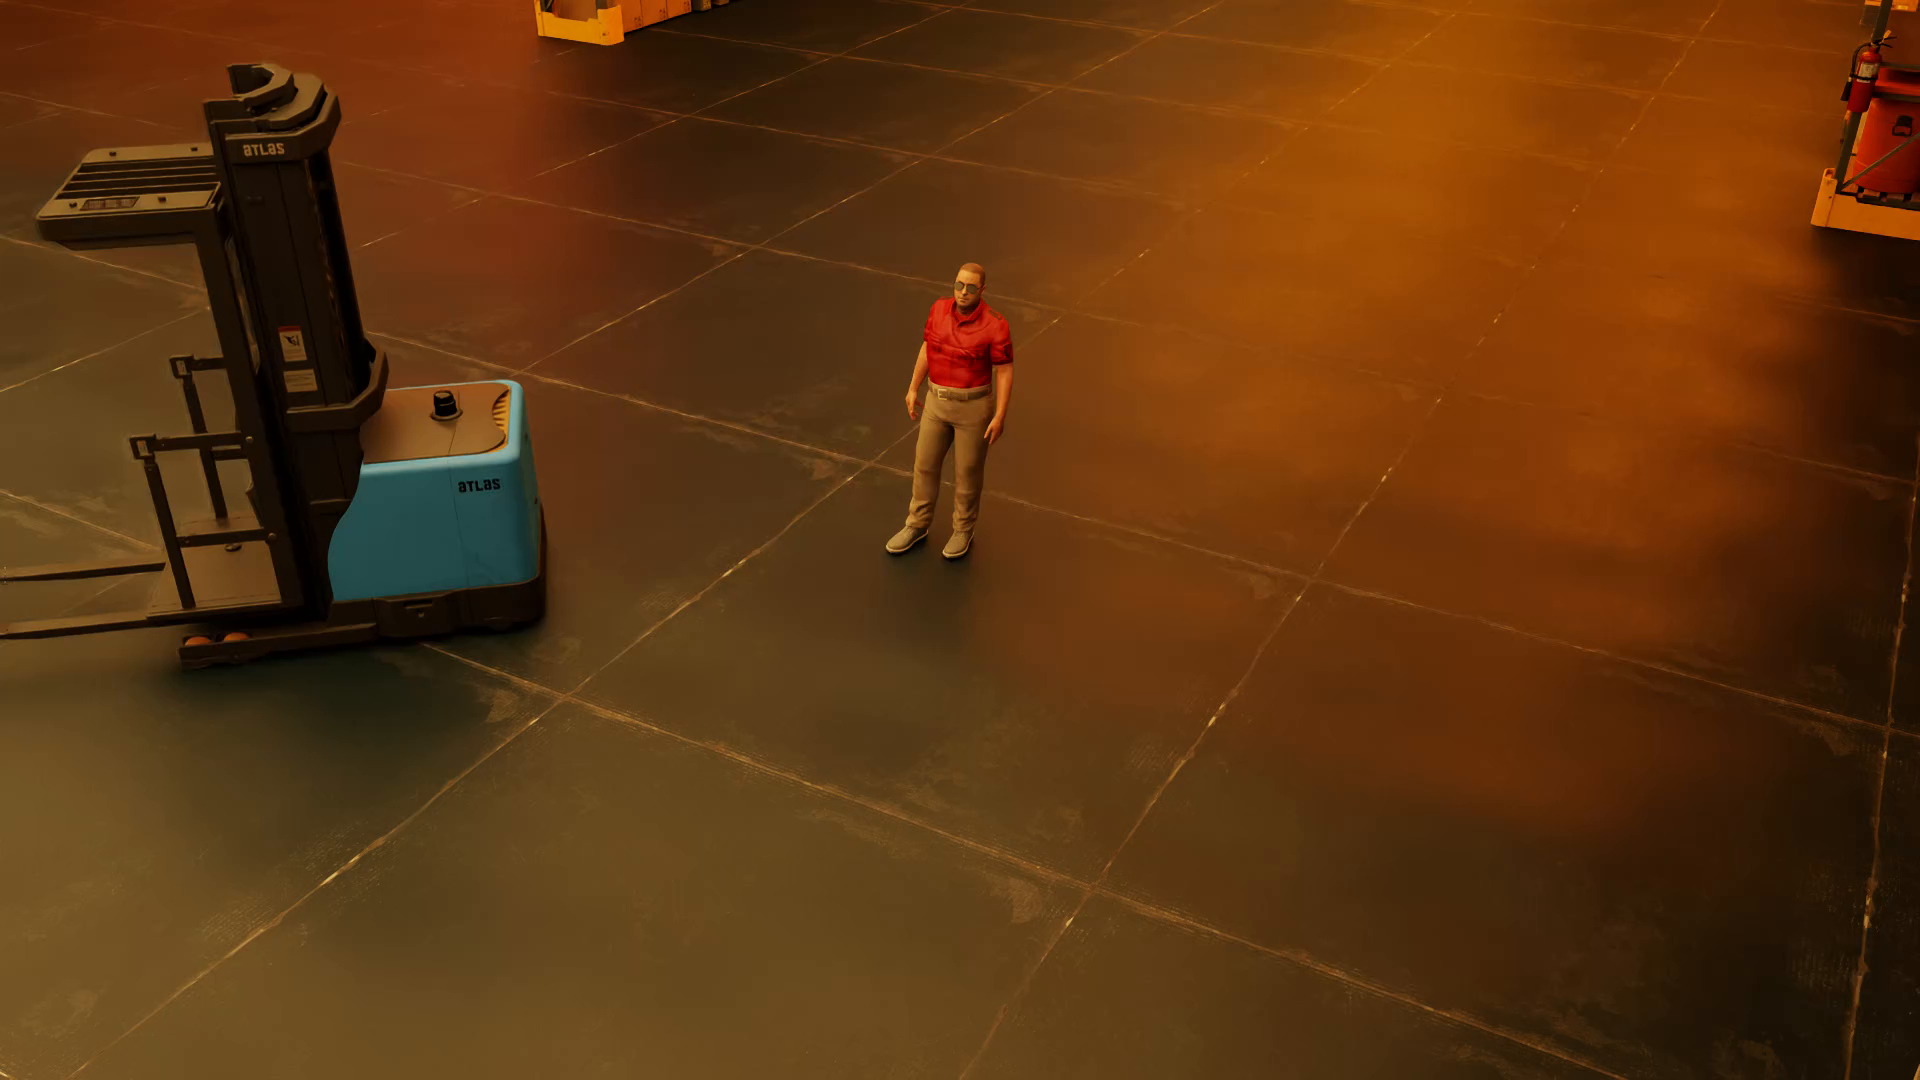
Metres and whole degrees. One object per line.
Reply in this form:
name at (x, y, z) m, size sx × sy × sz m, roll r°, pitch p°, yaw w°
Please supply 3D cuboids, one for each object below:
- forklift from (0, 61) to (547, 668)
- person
forklift at (-3.862, -0.877, 8.591) m, size 3.031 × 2.935 × 1.130 m, roll -6°, pitch 31°, yaw -10°
person at (-0.054, -0.719, 9.503) m, size 0.641 × 1.727 × 0.550 m, roll 15°, pitch 33°, yaw 25°
